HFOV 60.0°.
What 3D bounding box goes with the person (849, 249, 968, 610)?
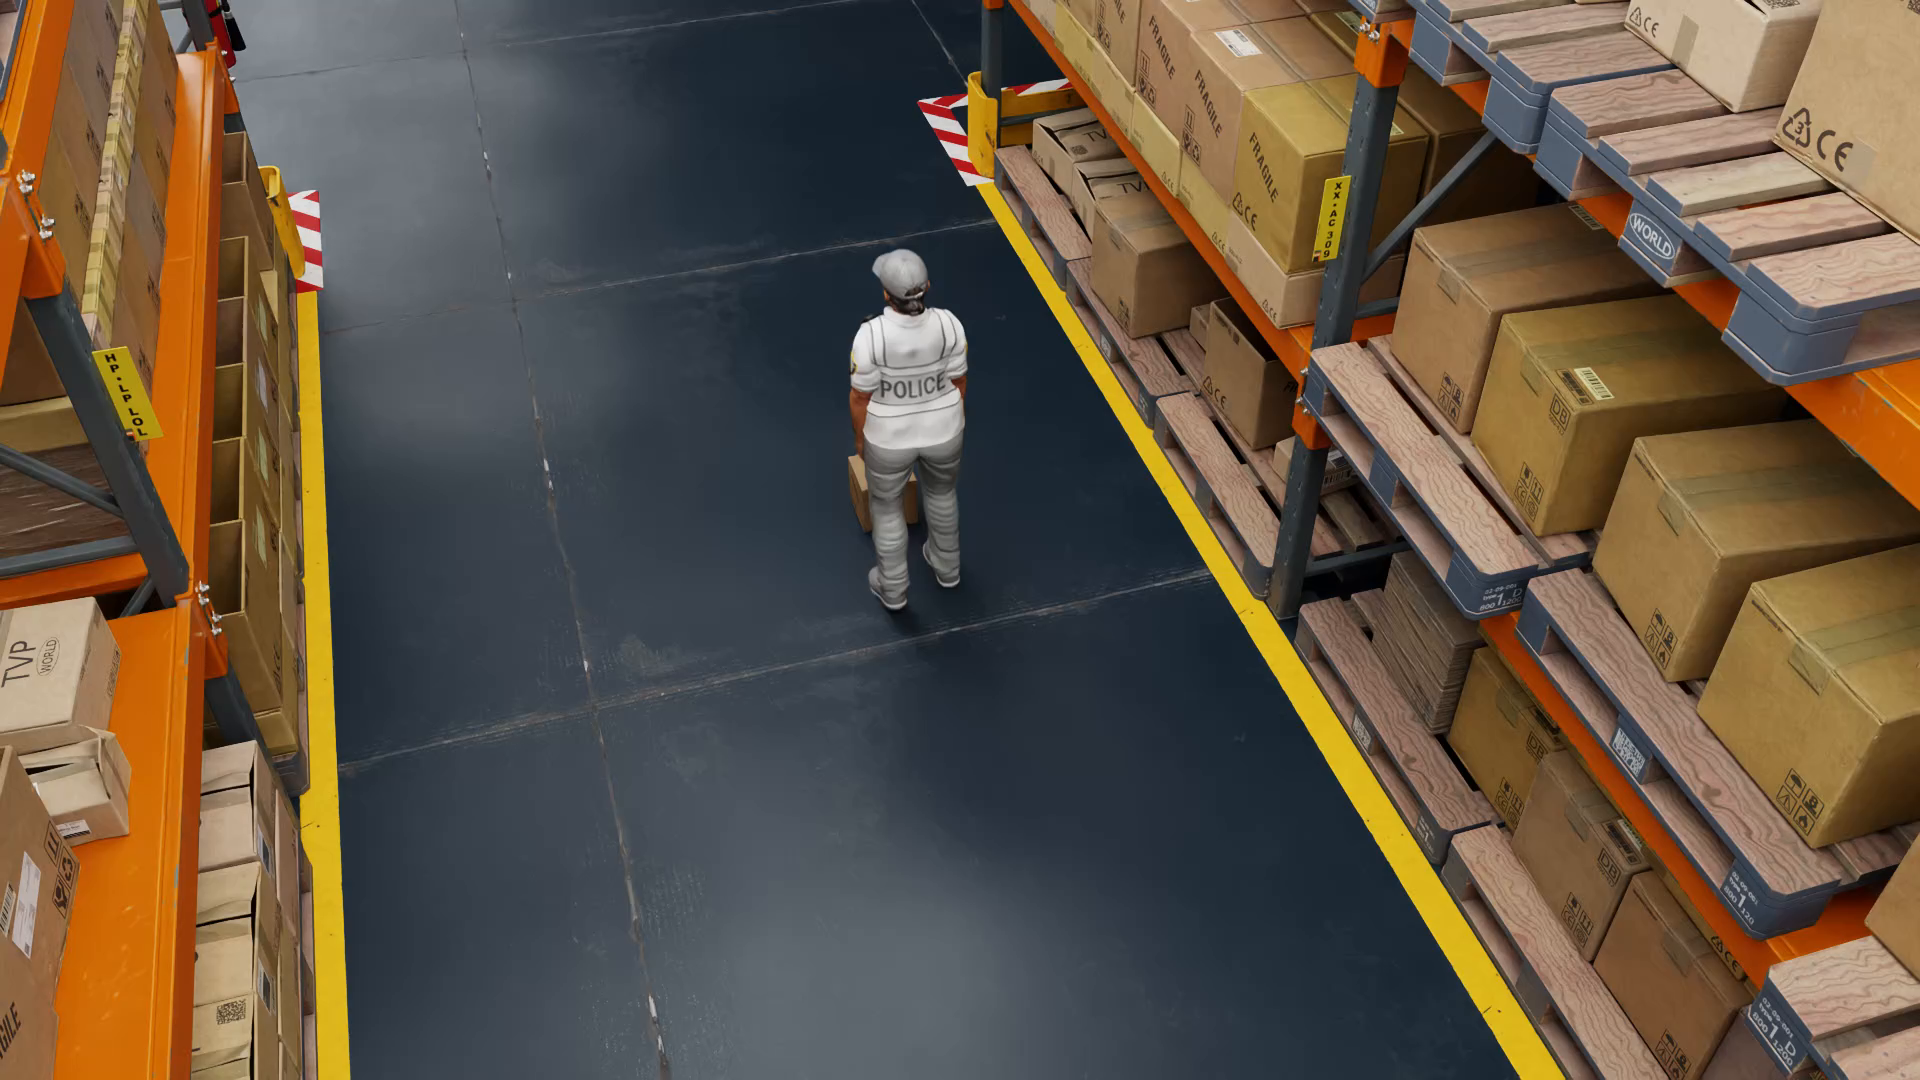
[{"bbox_3d":[-0.211,-0.436,6.652,0.466,1.679,0.390,-11,44,-12],"label":"person"}]
